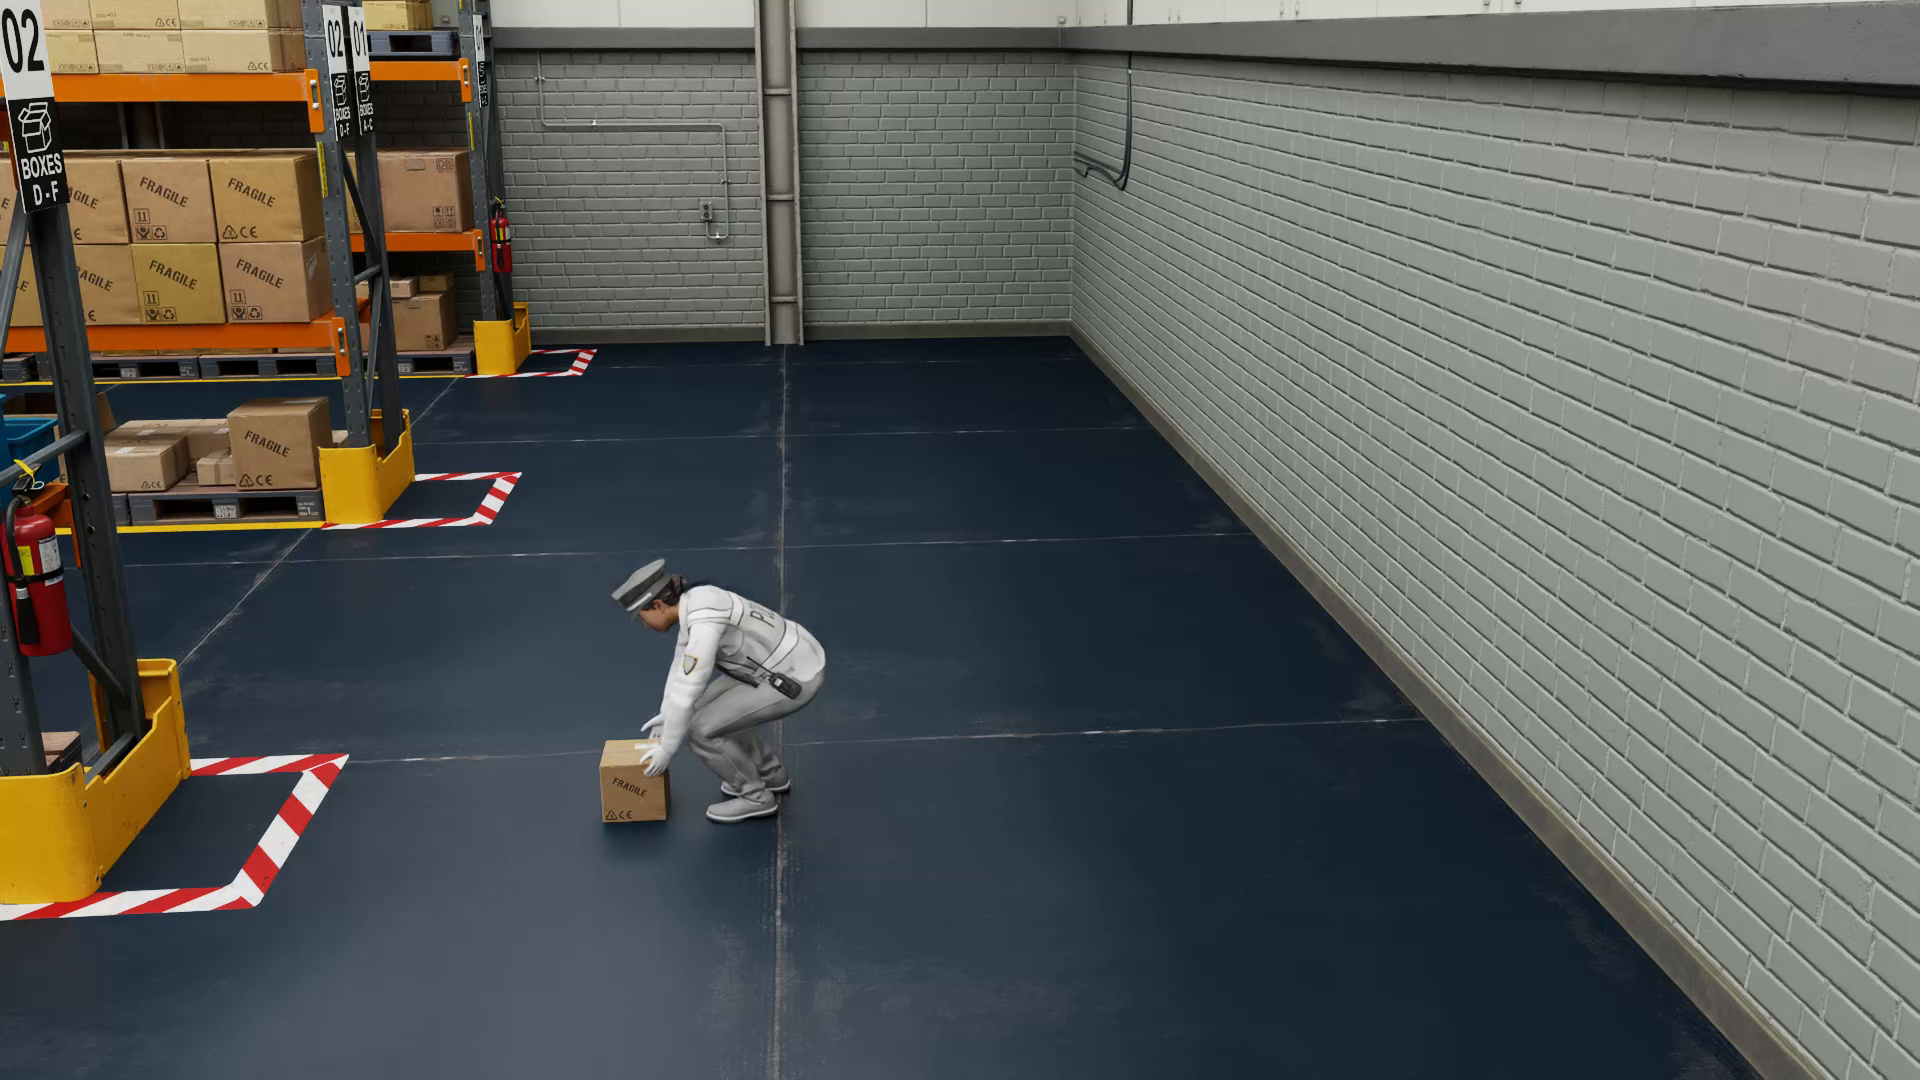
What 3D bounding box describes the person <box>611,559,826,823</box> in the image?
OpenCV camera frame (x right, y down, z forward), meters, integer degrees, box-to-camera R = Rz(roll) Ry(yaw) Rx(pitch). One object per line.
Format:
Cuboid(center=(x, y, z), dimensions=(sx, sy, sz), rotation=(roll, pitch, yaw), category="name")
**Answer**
Cuboid(center=(-0.947, 0.585, 6.636), dimensions=(0.826, 1.075, 0.505), rotation=(-2, 17, -6), category="person")
